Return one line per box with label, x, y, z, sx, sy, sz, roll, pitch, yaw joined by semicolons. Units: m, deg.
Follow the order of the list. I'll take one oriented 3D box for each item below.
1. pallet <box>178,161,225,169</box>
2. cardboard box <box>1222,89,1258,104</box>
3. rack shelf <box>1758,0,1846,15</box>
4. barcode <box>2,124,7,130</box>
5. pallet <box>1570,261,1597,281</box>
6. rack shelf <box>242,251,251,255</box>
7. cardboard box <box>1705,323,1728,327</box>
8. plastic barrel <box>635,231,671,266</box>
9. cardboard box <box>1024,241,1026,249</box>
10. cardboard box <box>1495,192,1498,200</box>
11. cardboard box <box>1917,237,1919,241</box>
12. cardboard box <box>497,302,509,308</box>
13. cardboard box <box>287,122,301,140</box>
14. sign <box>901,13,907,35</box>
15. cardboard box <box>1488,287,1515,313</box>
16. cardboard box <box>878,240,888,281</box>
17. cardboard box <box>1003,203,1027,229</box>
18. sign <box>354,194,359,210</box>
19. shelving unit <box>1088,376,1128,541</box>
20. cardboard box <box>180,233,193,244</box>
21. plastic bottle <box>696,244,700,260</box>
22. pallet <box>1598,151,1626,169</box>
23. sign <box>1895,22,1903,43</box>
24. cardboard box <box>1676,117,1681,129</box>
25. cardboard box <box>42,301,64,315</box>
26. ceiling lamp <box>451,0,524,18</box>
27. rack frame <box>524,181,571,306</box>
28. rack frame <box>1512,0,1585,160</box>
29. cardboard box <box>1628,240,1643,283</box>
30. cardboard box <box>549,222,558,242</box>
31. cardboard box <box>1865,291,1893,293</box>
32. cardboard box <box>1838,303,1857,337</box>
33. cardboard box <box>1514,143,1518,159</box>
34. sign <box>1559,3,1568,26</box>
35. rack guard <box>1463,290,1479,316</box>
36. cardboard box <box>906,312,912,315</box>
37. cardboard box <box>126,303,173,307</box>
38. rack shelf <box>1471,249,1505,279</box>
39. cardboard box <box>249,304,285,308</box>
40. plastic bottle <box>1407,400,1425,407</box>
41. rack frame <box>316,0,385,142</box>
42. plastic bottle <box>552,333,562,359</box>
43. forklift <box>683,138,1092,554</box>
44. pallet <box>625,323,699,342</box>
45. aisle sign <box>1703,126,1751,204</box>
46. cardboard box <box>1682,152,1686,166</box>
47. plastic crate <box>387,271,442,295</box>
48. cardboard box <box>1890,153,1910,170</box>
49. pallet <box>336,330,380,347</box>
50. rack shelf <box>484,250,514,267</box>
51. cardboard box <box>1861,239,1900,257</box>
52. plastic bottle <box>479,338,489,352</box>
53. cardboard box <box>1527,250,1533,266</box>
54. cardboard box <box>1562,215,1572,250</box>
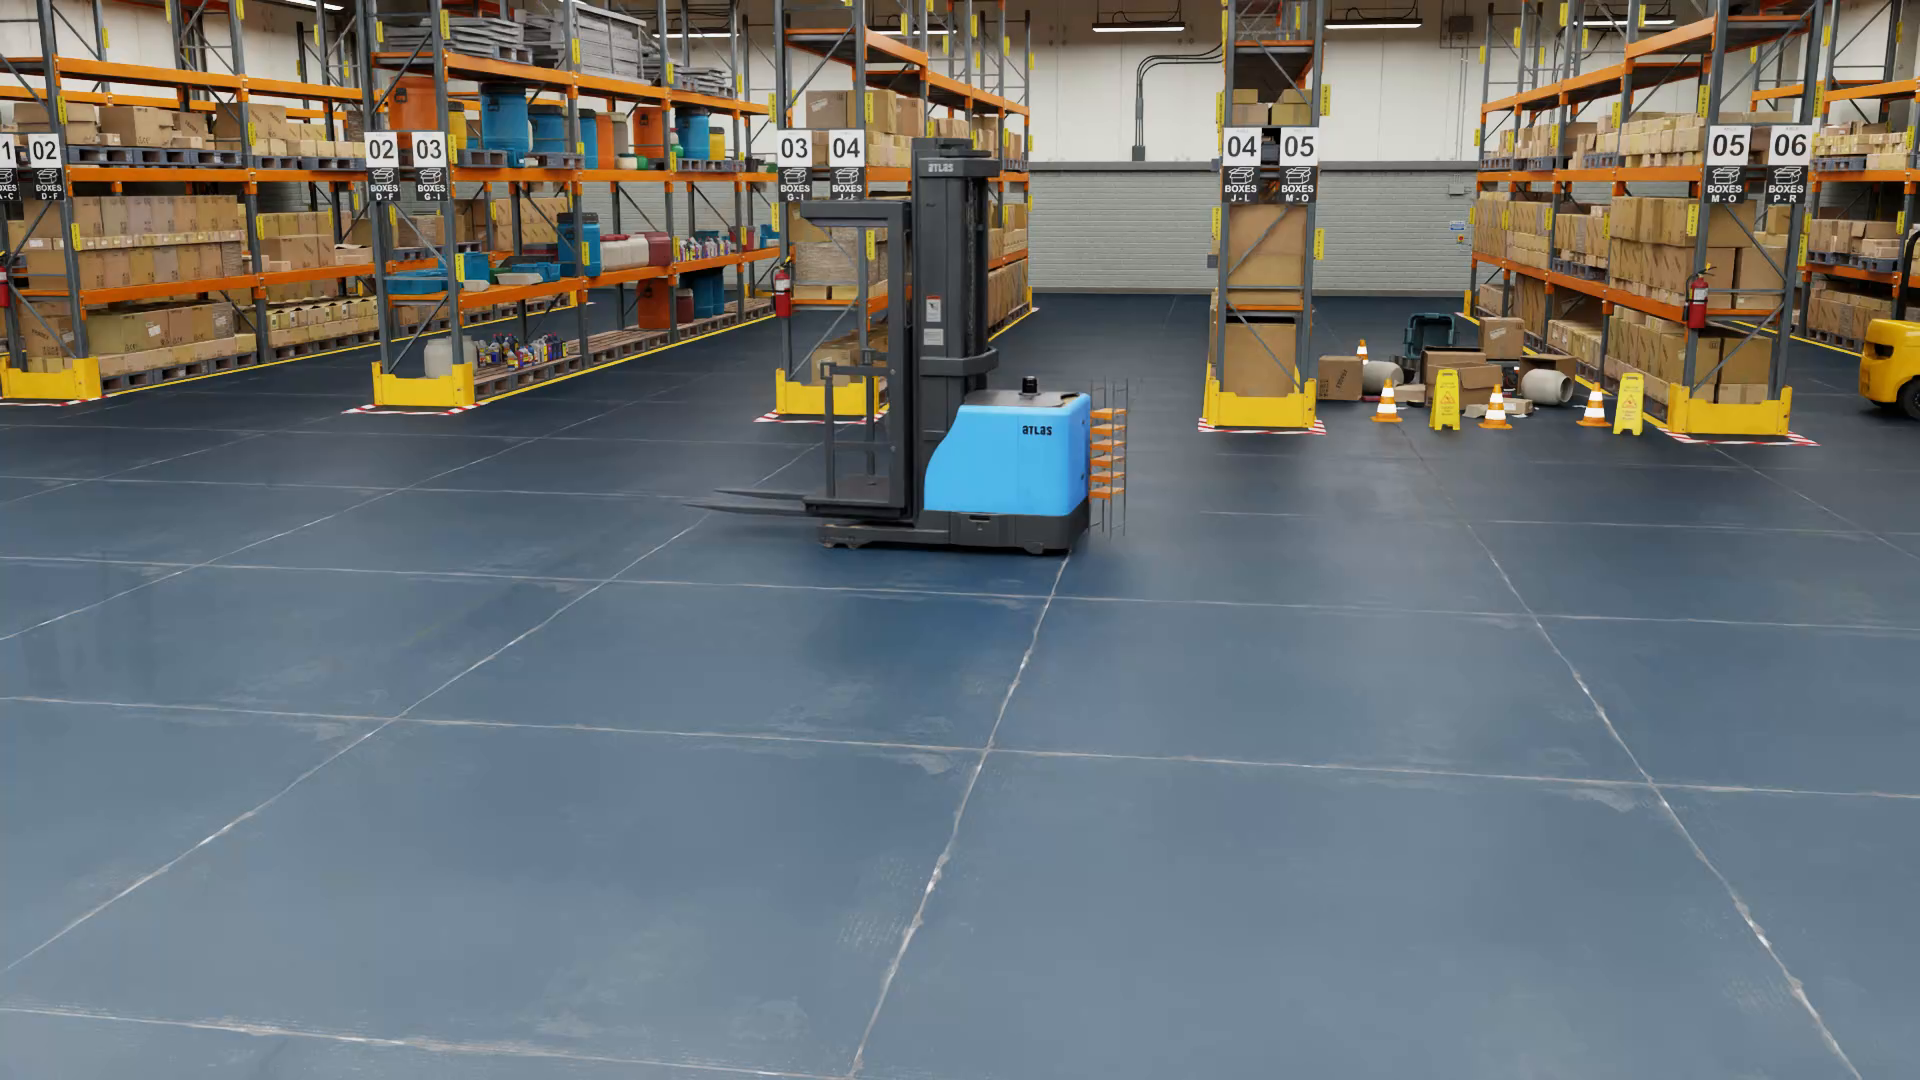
pallet;-14.483;-7.097;31.640;0.805;0.209;1.217;1;12;6
cardboard box;3.049;-4.824;18.108;0.380;0.149;0.250;2;12;9
rack shelf;15.297;-9.576;29.387;1.077;0.370;4.000;2;12;9
barcode;-11.771;-5.088;20.483;0.001;0.075;0.075;2;12;9
pallet;9.205;-3.774;23.343;1.003;0.211;1.213;2;12;9
rack shelf;-14.698;-5.149;30.972;1.077;0.370;4.000;2;12;9
cardboard box;8.874;-2.333;19.947;0.500;0.500;0.500;3;12;12
plastic barrel;-4.989;-4.723;26.967;0.600;0.536;0.708;2;12;9
cardboard box;1.140;-6.006;33.840;0.380;0.149;0.250;2;12;9
cardboard box;10.099;-6.359;30.730;0.380;0.149;0.250;2;12;9
cardboard box;13.995;-4.375;23.898;0.380;0.149;0.250;2;12;10
cardboard box;-9.217;-4.738;32.697;0.500;0.311;0.500;2;12;9
cardboard box;-13.861;-8.280;34.016;0.500;0.500;0.500;2;12;9
sign;-0.872;-8.087;26.063;0.100;0.325;0.005;2;12;9
cardboard box;10.565;-4.568;31.656;0.875;0.438;0.875;2;12;10
cardboard box;-1.363;-3.456;20.466;0.875;0.500;0.500;2;12;9
cardboard box;1.092;-6.597;33.853;0.500;0.500;0.500;2;12;9
sign;-13.242;-7.411;36.450;0.100;0.325;0.005;2;12;9
shelving unit;1.113;-0.613;12.490;0.189;1.200;0.258;8;14;32
cardboard box;-10.753;-4.130;22.760;0.380;0.149;0.250;2;12;10
plastic bottle;-4.608;-5.044;29.082;0.097;0.271;0.097;0;12;0
pallet;9.054;-4.949;21.661;1.213;0.211;1.003;2;12;9
sign;15.539;-8.404;27.537;0.100;0.325;0.005;2;12;9
cardboard box;8.299;-4.691;18.725;0.380;0.149;0.250;2;12;7
cardboard box;-15.308;-3.718;27.514;0.700;0.500;0.500;2;12;8
ceiling lamp;-10.867;-13.013;37.658;2.000;3.185;0.800;2;12;9
rack frame;-8.880;-6.590;35.951;1.000;3.000;0.127;2;12;9
rack frame;10.085;-8.047;28.472;1.000;3.000;0.127;2;12;9
cardboard box;8.367;-3.351;19.981;0.500;0.500;0.500;2;12;8
cardboard box;-8.757;-6.428;34.965;0.500;0.500;0.500;2;12;9
cardboard box;15.141;-4.009;27.371;0.380;0.149;0.250;1;12;6
cardboard box;14.454;-3.521;26.650;0.500;0.500;0.500;1;12;7
cardboard box;9.662;-6.627;28.328;0.396;0.266;0.258;2;12;8
sign;8.920;-7.766;24.574;0.100;0.325;0.005;2;12;9
rack guard;10.703;-4.730;33.255;1.175;0.500;0.348;2;12;9
cardboard box;-0.645;-3.105;24.672;0.700;0.500;0.500;1;12;4
cardboard box;-11.260;-3.025;23.159;0.500;0.500;0.500;2;12;9
rack shelf;10.392;-5.179;31.112;1.077;0.370;4.000;2;12;9
cardboard box;-10.794;-3.533;25.966;0.500;0.311;0.500;2;12;8
plastic bottle;5.454;-1.641;19.961;0.133;0.061;0.283;-2;12;-11
rack frame;-10.111;-7.857;27.592;1.000;3.000;0.127;2;12;9
plastic bottle;-5.646;-2.707;23.179;0.144;0.351;0.185;2;12;7
forklift;-0.571;-1.477;12.391;3.031;2.935;1.130;3;13;14
pallet;-5.137;-3.565;28.537;1.003;0.211;1.213;2;12;9
aisle sign;7.943;-3.884;17.223;0.394;0.787;0.004;2;12;9
cardboard box;8.098;-4.150;18.107;0.380;0.149;0.250;2;12;10
plastic crate;-6.666;-3.139;20.292;0.499;0.251;0.616;2;12;9
cardboard box;14.214;-5.629;24.730;0.500;0.250;0.500;1;12;7
pallet;-10.276;-3.391;27.728;1.003;0.211;1.213;2;12;9
rack shelf;-9.188;-5.822;34.095;1.077;0.370;4.000;2;12;9
cardboard box;14.217;-4.484;25.537;0.500;0.250;0.500;1;12;6
plastic bottle;-6.461;-2.568;22.534;0.144;0.351;0.185;2;12;8
cardboard box;9.447;-4.533;26.764;0.500;0.250;0.500;2;12;8
cardboard box;9.098;-4.486;24.250;0.500;0.500;0.500;3;12;12
